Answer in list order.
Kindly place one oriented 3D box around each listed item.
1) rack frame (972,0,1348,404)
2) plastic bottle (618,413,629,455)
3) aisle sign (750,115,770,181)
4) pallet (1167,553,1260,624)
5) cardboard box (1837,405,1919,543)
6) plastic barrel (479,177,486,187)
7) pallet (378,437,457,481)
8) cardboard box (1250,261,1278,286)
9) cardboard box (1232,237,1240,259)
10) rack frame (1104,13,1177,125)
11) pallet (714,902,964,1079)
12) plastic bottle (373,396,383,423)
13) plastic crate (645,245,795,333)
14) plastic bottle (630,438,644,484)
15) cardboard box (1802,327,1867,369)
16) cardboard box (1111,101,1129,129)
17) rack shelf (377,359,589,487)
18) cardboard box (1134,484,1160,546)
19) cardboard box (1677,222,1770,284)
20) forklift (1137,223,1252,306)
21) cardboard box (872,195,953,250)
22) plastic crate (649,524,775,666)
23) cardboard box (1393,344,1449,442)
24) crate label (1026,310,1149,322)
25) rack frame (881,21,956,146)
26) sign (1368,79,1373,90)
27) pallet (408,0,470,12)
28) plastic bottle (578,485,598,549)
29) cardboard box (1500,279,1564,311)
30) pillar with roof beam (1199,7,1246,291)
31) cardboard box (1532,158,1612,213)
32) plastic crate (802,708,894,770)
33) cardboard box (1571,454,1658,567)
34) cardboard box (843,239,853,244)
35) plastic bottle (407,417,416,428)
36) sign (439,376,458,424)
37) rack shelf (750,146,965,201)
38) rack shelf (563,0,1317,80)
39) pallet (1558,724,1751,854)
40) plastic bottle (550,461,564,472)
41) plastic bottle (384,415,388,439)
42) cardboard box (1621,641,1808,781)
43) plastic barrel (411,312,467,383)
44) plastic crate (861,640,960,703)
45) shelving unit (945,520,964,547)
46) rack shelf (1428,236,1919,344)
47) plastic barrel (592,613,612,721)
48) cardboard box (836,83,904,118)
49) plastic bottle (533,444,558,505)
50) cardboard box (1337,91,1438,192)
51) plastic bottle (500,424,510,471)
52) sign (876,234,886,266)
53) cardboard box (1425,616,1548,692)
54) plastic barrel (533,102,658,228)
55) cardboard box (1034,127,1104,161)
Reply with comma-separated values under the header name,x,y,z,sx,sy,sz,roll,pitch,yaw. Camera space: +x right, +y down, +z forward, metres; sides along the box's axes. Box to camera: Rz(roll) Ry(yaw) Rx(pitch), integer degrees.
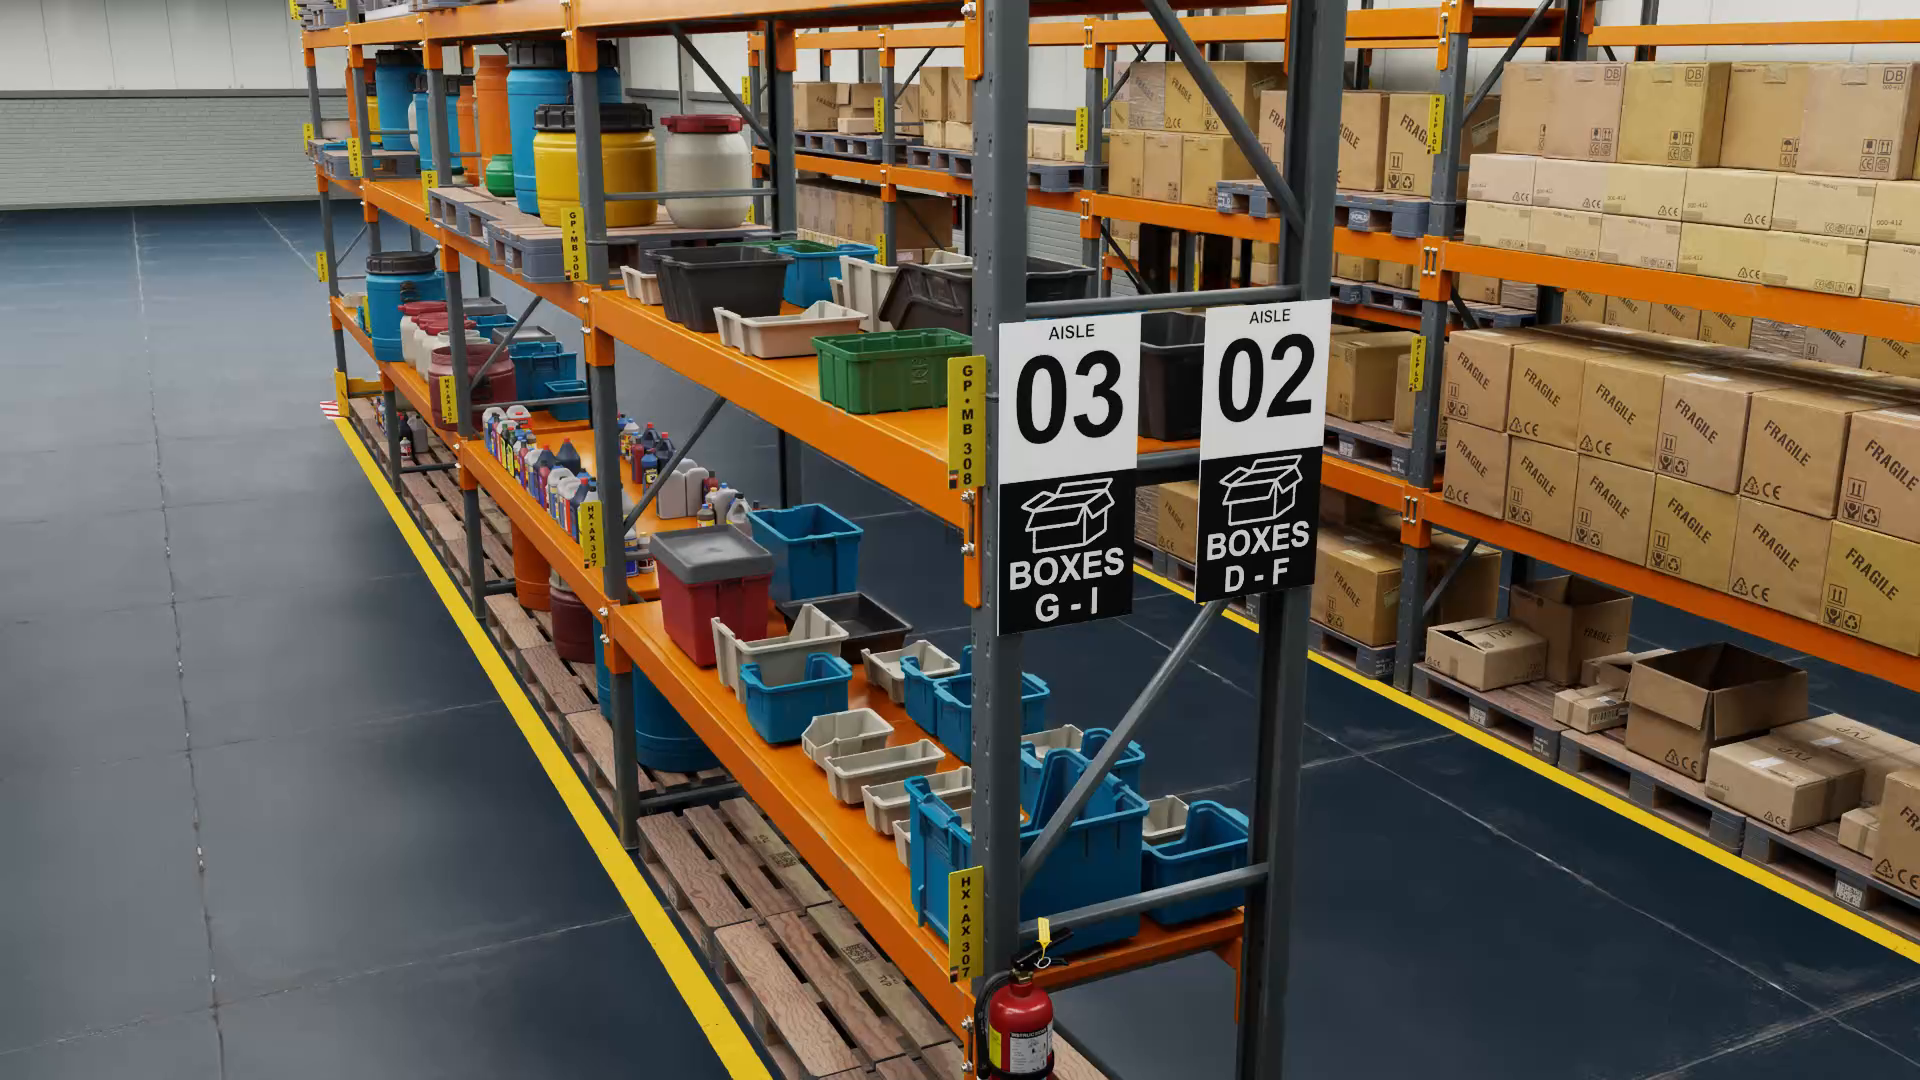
name,x,y,z,sx,sy,sz,roll,pitch,yaw
rack frame,0.504,-1.848,3.877,1.000,3.000,0.127,-8,18,-25
plastic bottle,-2.219,-0.701,10.990,0.097,0.271,0.097,0,16,0
aisle sign,-2.355,-4.759,20.182,0.394,0.787,0.004,-8,18,-25
pallet,2.277,0.286,12.371,1.003,0.211,1.213,-8,18,-25
cardboard box,4.294,-0.293,7.341,0.500,0.500,0.500,-7,17,-23
plastic barrel,-3.155,-2.371,11.417,0.294,0.245,0.294,0,16,0
pallet,-5.010,-0.771,16.056,1.003,0.211,1.213,-8,18,-25
cardboard box,3.673,-3.156,19.545,0.500,0.250,0.500,-8,18,-25
cardboard box,3.444,-3.638,19.867,0.500,0.500,0.500,-8,18,-25
rack frame,2.400,-7.013,21.874,1.000,3.000,0.127,-8,18,-25
pallet,-0.353,1.864,6.871,1.003,0.211,1.213,-8,18,-25
plastic bottle,-5.991,-1.345,17.148,0.097,0.271,0.097,0,16,0
plastic crate,-0.951,-0.994,6.577,0.497,0.269,0.590,-8,18,-25
plastic bottle,-1.988,-0.497,10.256,0.061,0.283,0.133,-8,18,-25
cardboard box,6.996,-1.564,13.005,0.500,0.500,0.500,-7,18,-24
cardboard box,2.322,-5.516,21.877,0.500,0.500,0.500,-7,17,-23
rack shelf,-3.877,-1.098,13.445,1.077,0.370,4.000,-8,18,-25
cardboard box,1.631,-0.279,13.020,0.500,0.500,0.500,-8,18,-27
cardboard box,3.852,-1.401,8.029,0.500,0.250,0.500,-8,18,-25
forklift,2.384,-2.046,15.565,1.130,2.935,3.031,-8,18,-26
cardboard box,-0.499,-3.319,17.344,0.700,0.500,0.500,-8,18,-25
plastic crate,-1.083,0.236,7.267,0.402,0.464,0.583,-8,18,-25
cardboard box,3.200,-0.949,10.676,0.500,0.500,0.700,15,22,42
crate label,0.390,-0.603,5.245,0.408,0.251,0.502,-8,18,-25
rack frame,-0.299,-5.421,16.329,1.000,3.000,0.127,-8,18,-25
sign,4.650,-5.085,18.943,0.100,0.325,0.005,-8,18,-25
pallet,-2.712,-3.366,10.235,1.213,0.211,1.003,-8,18,-25
plastic bottle,-1.945,-0.121,8.824,0.144,0.351,0.185,-8,18,-25
cardboard box,5.690,-2.520,16.117,0.700,0.500,0.500,-10,19,-31
pillar with roof beam,-0.385,-6.424,19.821,9.100,9.000,0.400,-8,18,-25
cardboard box,3.416,-1.890,8.826,0.500,0.250,0.500,-8,18,-25
plastic crate,-0.420,0.742,6.096,0.298,0.136,0.250,-8,18,-25
cardboard box,3.629,-0.192,8.801,0.500,0.500,0.500,-8,18,-25
cardboard box,-1.055,-3.192,18.078,0.380,0.149,0.250,-8,18,-25
plastic bottle,-5.256,-1.039,16.074,0.152,0.276,0.135,-8,18,-25
sign,-3.492,-0.959,11.357,0.100,0.325,0.005,-8,18,-25
rack shelf,-1.175,-4.130,18.570,1.077,0.370,4.000,-8,18,-25
rack shelf,-0.372,-1.806,5.760,1.077,0.370,4.000,-8,18,-25
pallet,4.044,1.260,8.979,1.003,0.211,1.213,-8,18,-25
plastic bottle,-2.332,-0.326,9.681,0.097,0.271,0.097,0,16,0
plastic bottle,-5.587,-1.136,16.411,0.152,0.276,0.135,-7,18,-24
cardboard box,4.034,0.900,8.906,0.797,0.503,0.637,-8,18,-25
plastic barrel,-4.210,-1.560,13.502,0.433,0.535,0.433,0,16,0
plastic crate,-0.215,0.537,6.811,0.293,0.136,0.466,-8,18,-25
shelving unit,0.023,-0.491,13.560,0.215,1.050,0.252,-8,18,-25
rack shelf,4.082,-1.154,8.201,1.077,0.370,4.000,-8,18,-25
plastic barrel,-1.782,0.538,9.482,0.600,0.901,0.708,-8,18,-25
cardboard box,-0.907,-4.722,18.127,0.797,0.503,0.637,-6,17,-19
plastic bottle,-2.428,-0.394,9.776,0.144,0.351,0.185,-8,18,-25
cardboard box,2.738,-2.591,10.779,0.600,0.600,0.600,-8,18,-26
plastic bottle,-2.881,-0.592,10.589,0.061,0.283,0.133,-8,18,-25
sign,-0.797,-2.925,16.791,0.100,0.325,0.005,-8,18,-25
cardboard box,3.196,0.657,10.100,0.500,0.311,0.500,-8,18,-25
plastic barrel,-1.831,-1.892,8.367,0.600,0.588,0.600,0,16,0
cardboard box,0.958,-3.351,14.063,0.500,0.250,0.500,-7,17,-23
